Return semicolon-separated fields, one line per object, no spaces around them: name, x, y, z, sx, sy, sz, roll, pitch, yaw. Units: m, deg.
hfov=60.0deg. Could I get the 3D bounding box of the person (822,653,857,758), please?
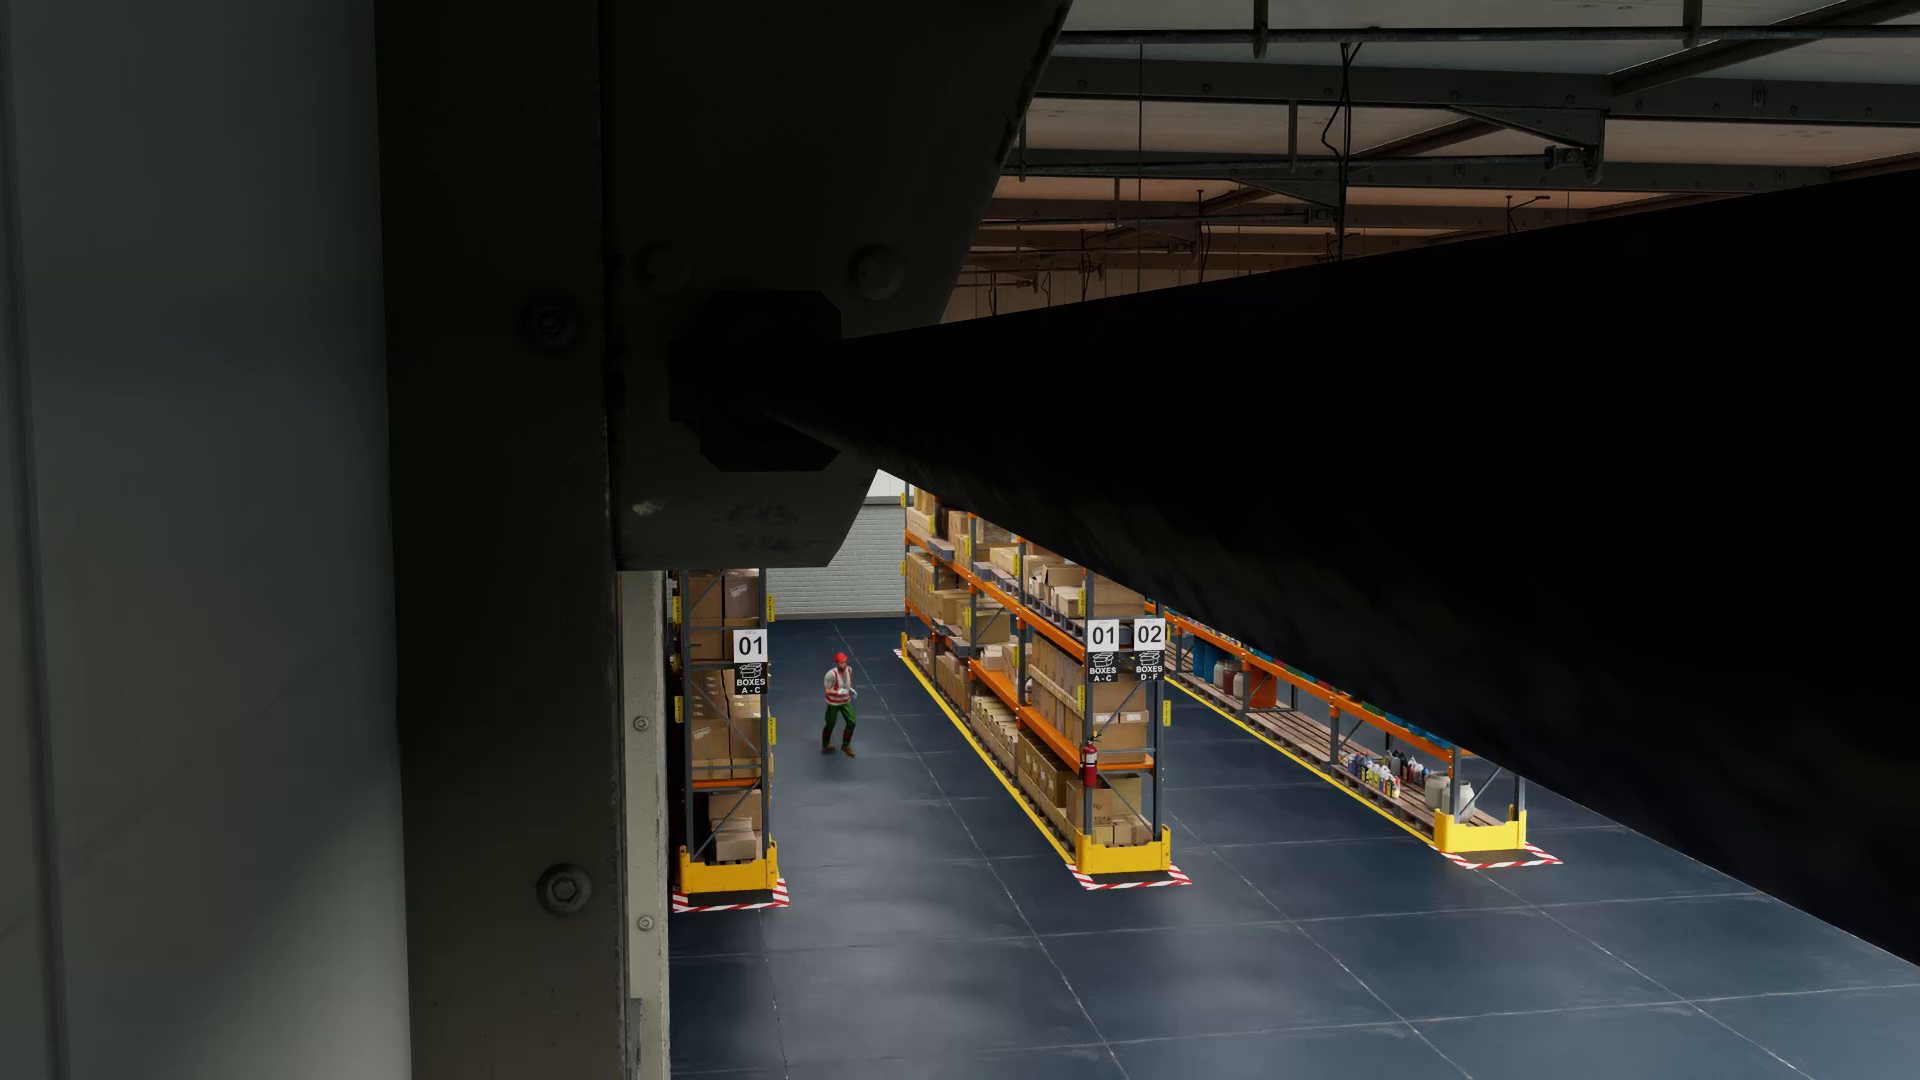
person;-1.955;2.668;27.095;0.687;1.736;0.978;-3;7;-29
